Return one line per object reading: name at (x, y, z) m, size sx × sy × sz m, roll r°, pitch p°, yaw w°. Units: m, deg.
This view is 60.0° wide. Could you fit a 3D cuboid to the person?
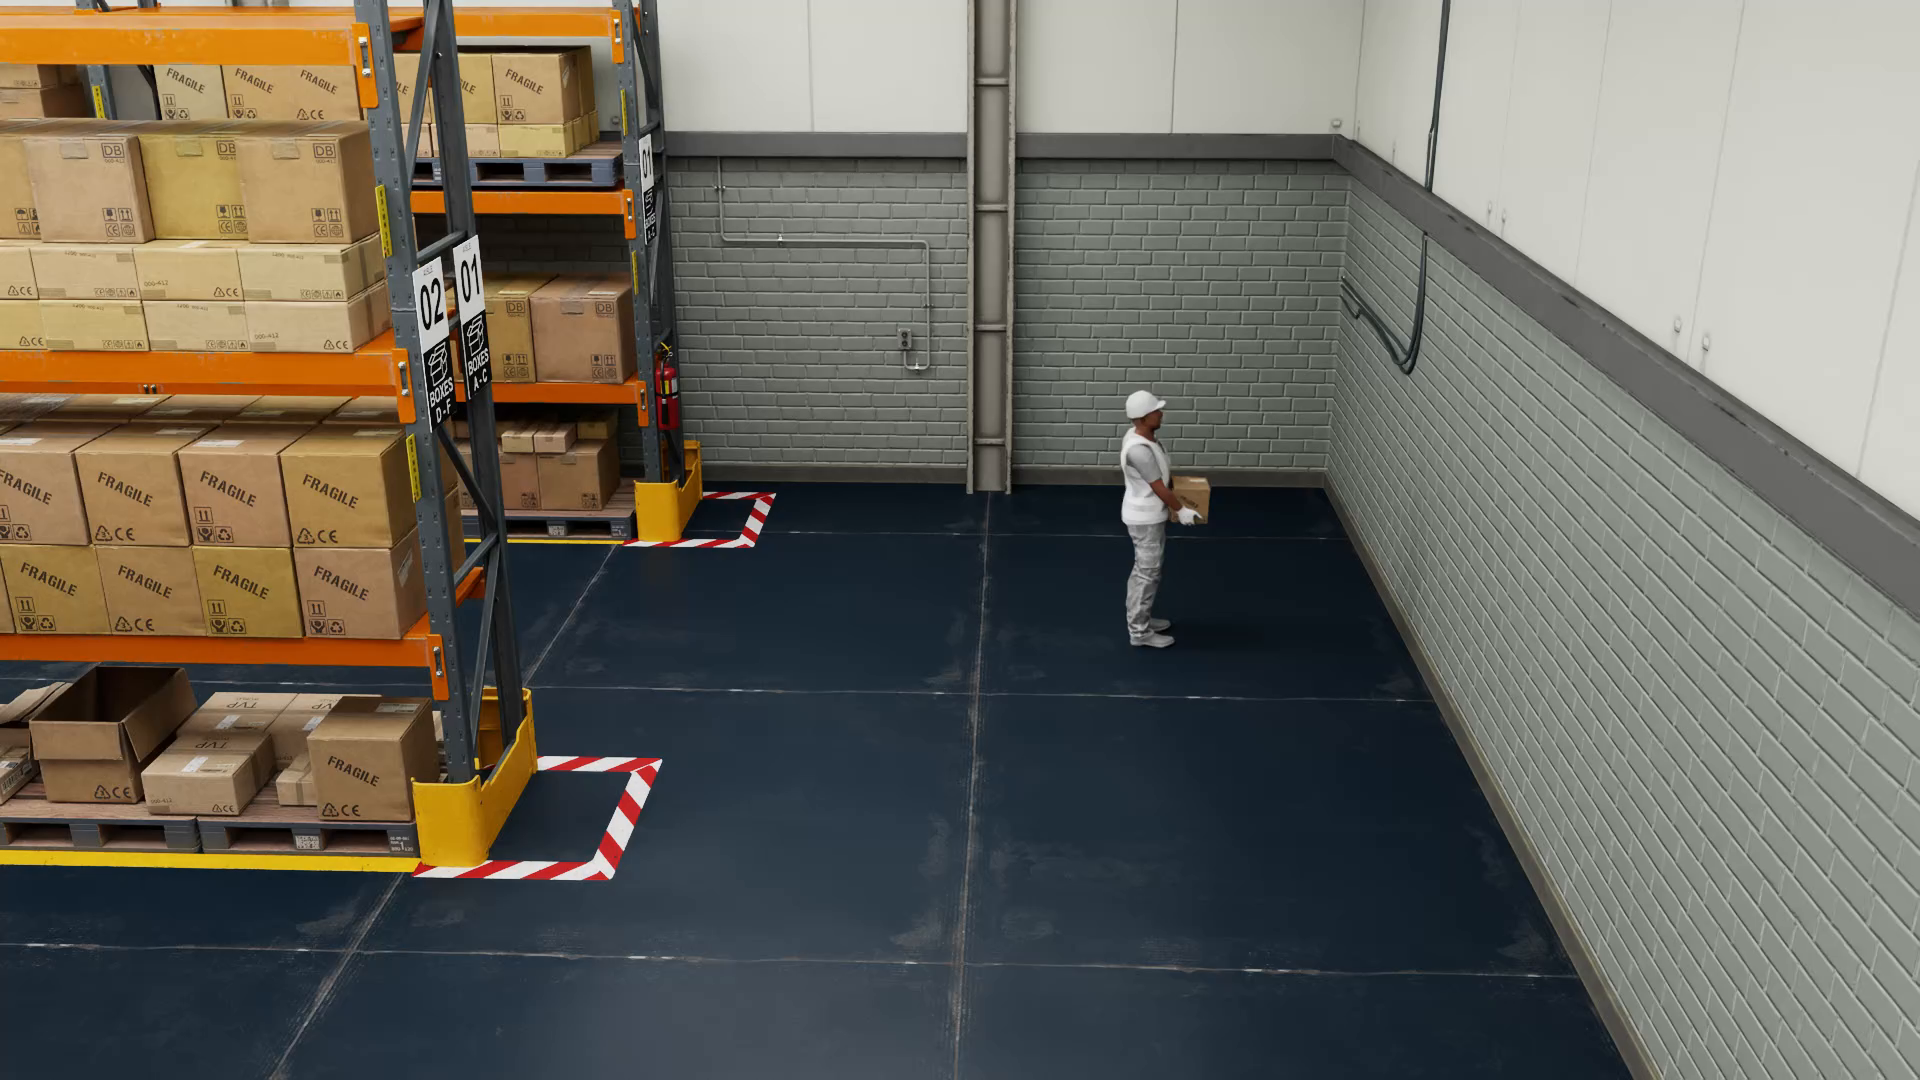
person at (1.383, -0.153, 11.457) m, size 0.572 × 1.786 × 0.497 m, roll 2°, pitch 21°, yaw 6°
